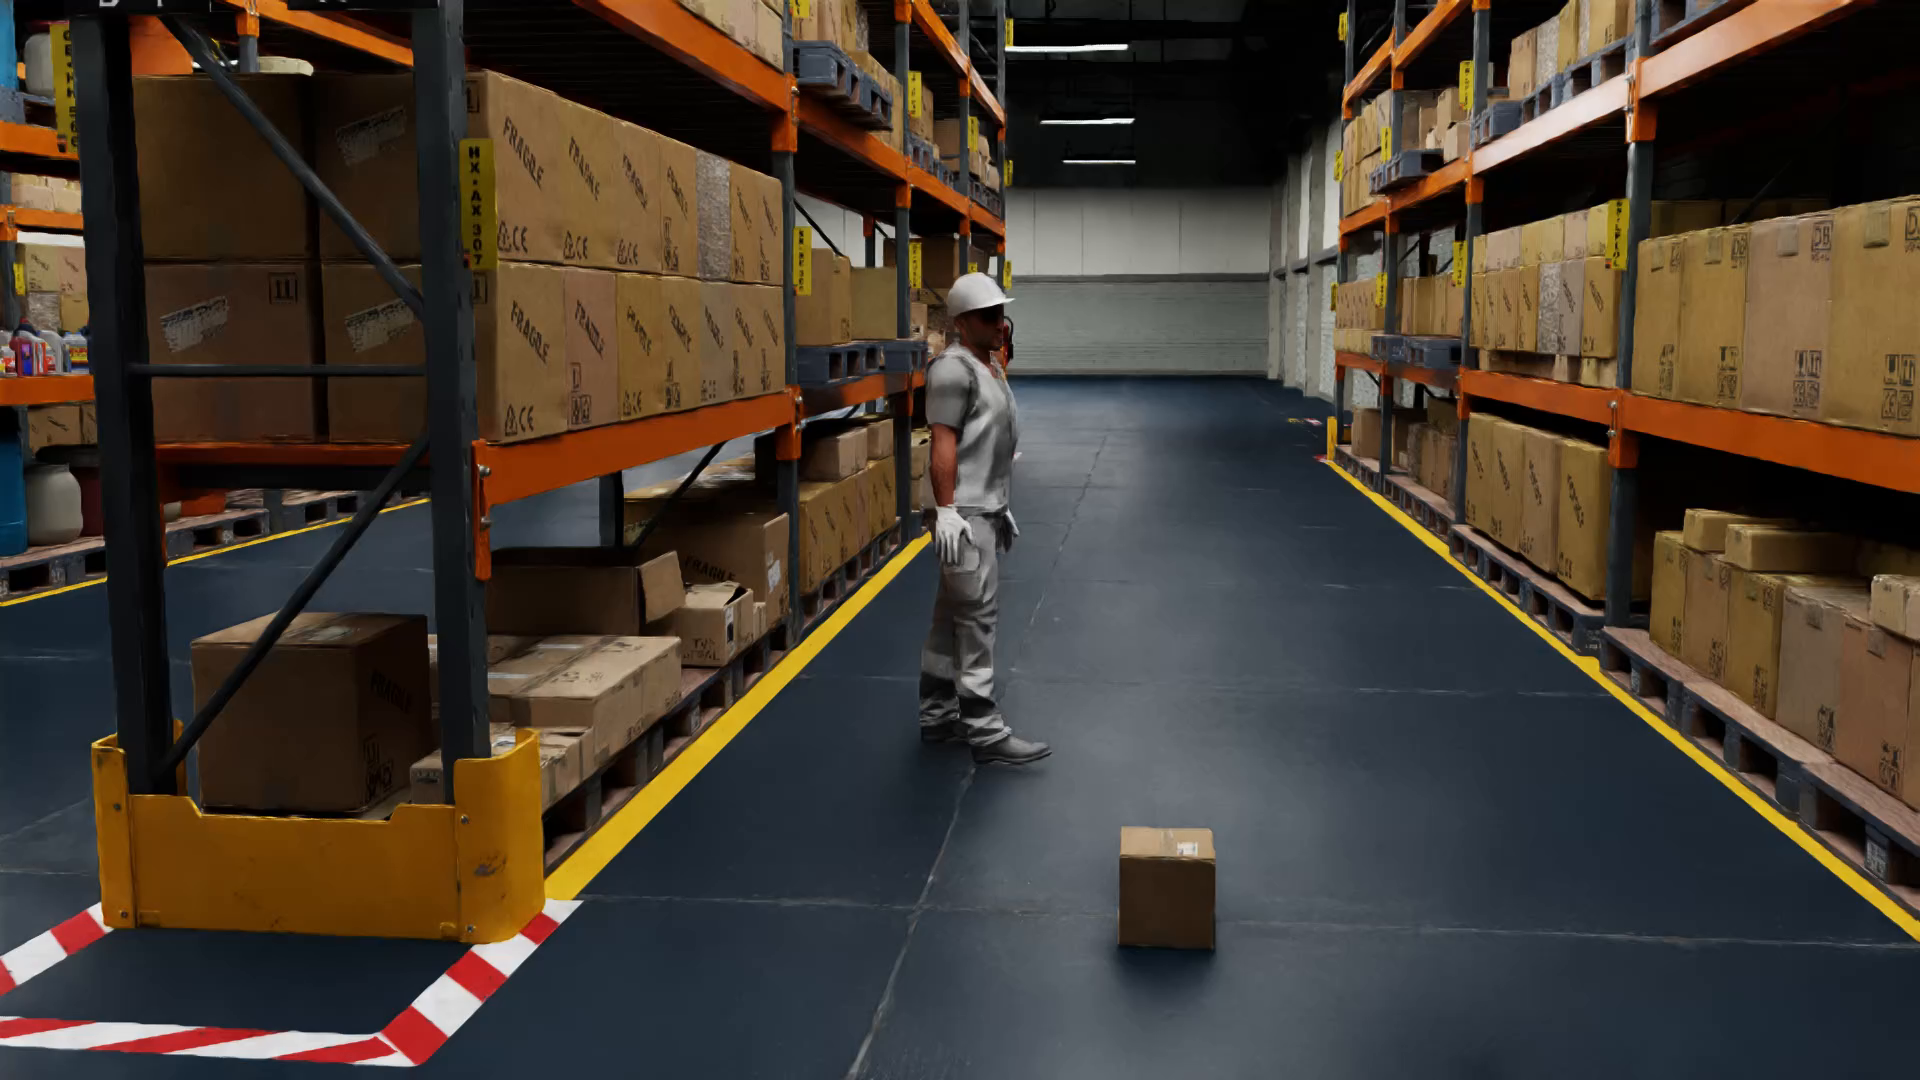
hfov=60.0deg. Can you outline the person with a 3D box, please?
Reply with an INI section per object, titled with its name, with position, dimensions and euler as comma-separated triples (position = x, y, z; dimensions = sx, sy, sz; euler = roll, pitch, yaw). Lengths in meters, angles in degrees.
[person]
position = 0.084, -0.082, 6.126
dimensions = 0.577, 1.787, 0.689
euler = 2, 8, 14
